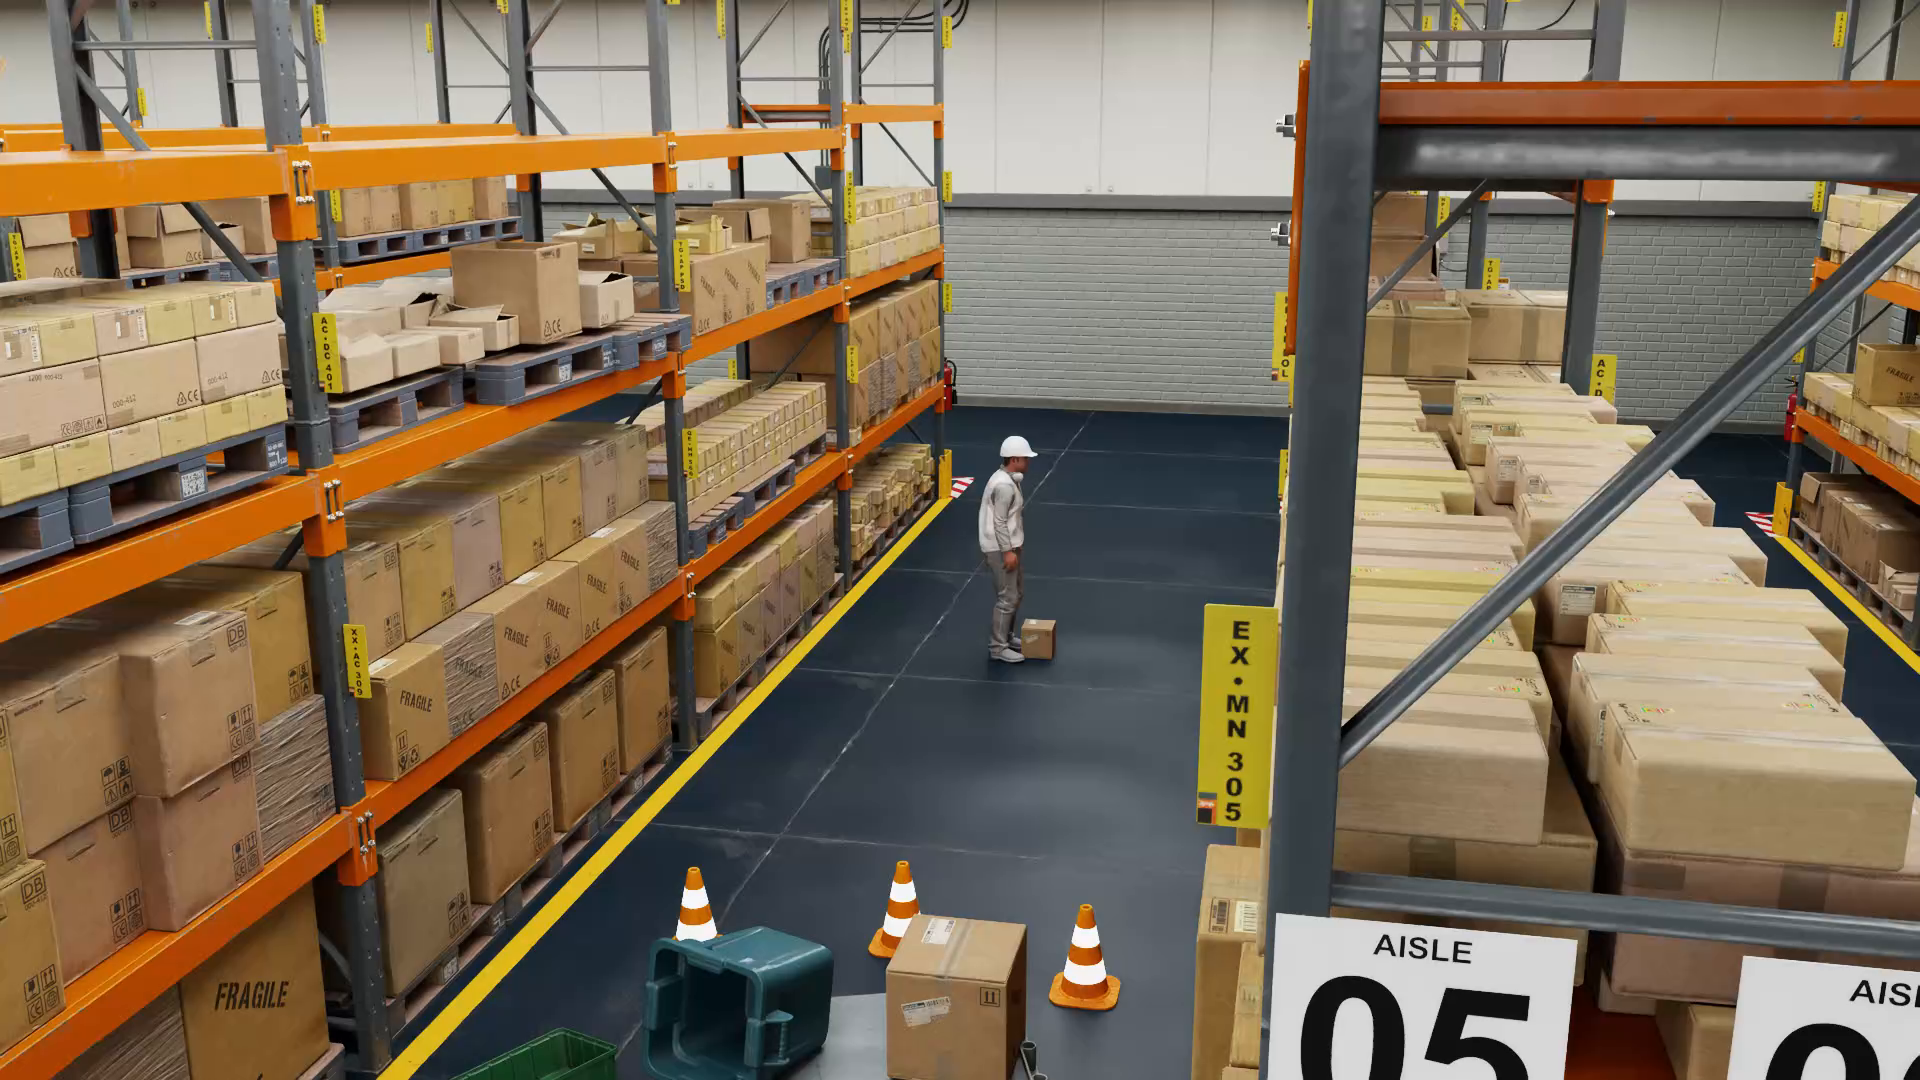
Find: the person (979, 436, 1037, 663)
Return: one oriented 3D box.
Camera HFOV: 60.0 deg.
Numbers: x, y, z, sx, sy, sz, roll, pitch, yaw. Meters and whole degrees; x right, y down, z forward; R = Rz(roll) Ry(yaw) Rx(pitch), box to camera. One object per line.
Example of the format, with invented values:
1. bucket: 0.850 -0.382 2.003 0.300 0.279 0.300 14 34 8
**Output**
1. person: 0.379 0.050 13.268 0.457 1.770 0.591 2 15 8
